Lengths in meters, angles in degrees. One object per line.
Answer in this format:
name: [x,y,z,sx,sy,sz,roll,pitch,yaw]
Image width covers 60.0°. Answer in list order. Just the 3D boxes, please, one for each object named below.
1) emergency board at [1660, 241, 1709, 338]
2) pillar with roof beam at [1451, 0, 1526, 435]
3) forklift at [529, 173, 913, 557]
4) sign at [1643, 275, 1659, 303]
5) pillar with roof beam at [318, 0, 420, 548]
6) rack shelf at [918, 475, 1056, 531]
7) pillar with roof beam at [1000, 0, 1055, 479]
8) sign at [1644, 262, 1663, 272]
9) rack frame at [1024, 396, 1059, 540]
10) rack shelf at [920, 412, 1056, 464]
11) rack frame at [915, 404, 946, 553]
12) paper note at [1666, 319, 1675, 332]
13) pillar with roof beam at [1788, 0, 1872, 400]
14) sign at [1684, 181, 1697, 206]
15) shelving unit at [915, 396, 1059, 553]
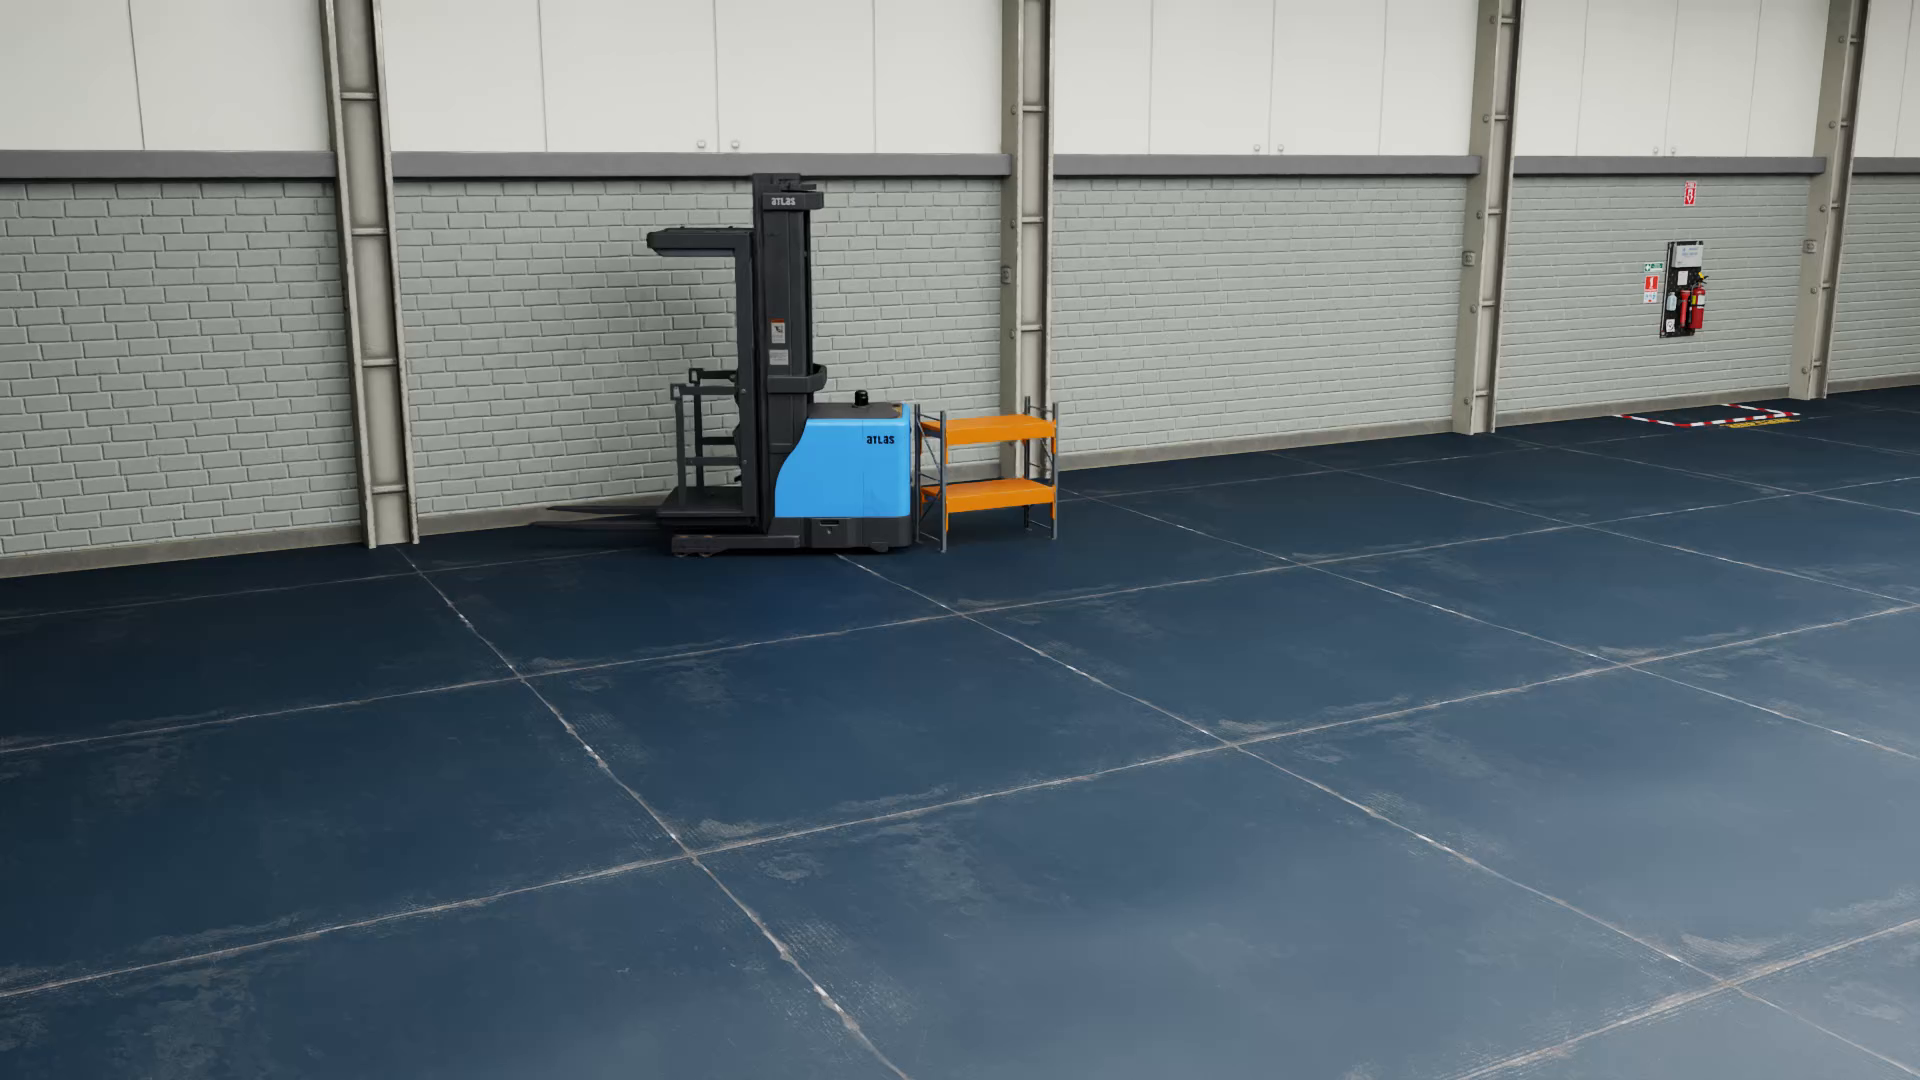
emergency board: [8.980,-3.087,20.496,0.643,1.169,0.194,-7,14,-28]
pillar with roof beam: [7.964,-4.806,14.469,0.400,9.000,9.100,-7,14,-28]
forklift: [-1.904,-1.416,13.223,3.031,2.935,1.130,0,13,-1]
sign: [8.445,-3.067,20.322,0.234,0.329,0.001,-7,14,-28]
pillar with roof beam: [-2.569,-3.544,8.859,0.400,9.000,9.100,-7,14,-28]
rack shelf: [0.214,-0.309,13.534,1.000,0.278,0.538,-7,14,-27]
pillar with roof beam: [2.697,-4.175,11.664,0.400,9.000,9.100,-7,14,-28]
sign: [8.454,-3.324,20.258,0.331,0.109,0.001,-7,14,-28]
rack frame: [0.665,-0.599,13.708,0.032,1.125,0.500,-7,14,-27]
rack shelf: [0.214,-0.833,13.416,1.000,0.278,0.538,-7,14,-27]
rack frame: [-0.237,-0.496,13.251,0.032,1.125,0.500,-7,14,-27]
paper note: [8.792,-2.652,20.569,0.142,0.148,0.016,-7,14,-28]
pillar with roof beam: [13.230,-5.437,17.273,0.400,9.000,9.100,-7,14,-28]
sign: [8.925,-4.237,20.323,0.199,0.298,0.001,-7,14,-28]
shelving unit: [0.214,-0.547,13.480,1.048,1.125,0.538,-7,14,-27]
